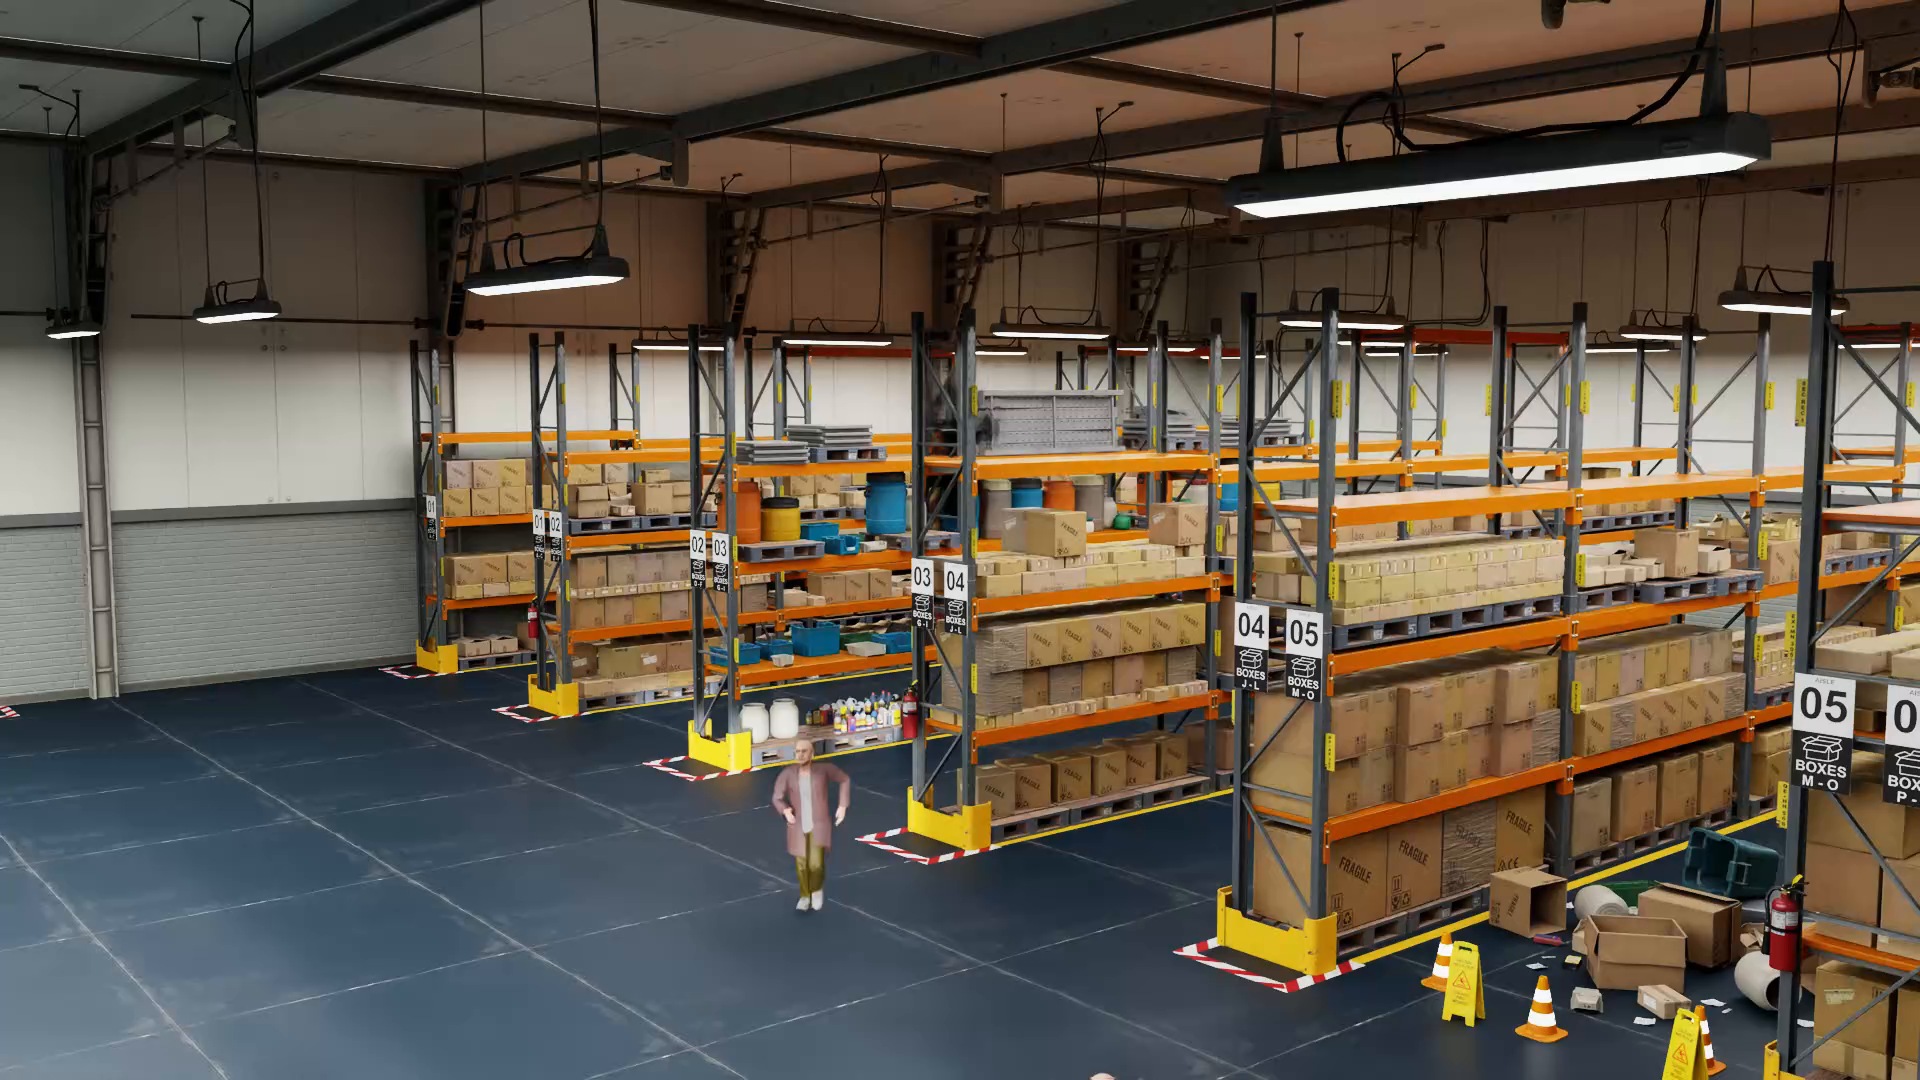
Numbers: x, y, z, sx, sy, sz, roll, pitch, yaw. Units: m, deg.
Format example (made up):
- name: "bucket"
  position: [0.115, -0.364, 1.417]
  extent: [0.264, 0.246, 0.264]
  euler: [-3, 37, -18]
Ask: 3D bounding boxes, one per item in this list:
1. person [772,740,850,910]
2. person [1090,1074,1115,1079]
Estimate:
- name: "person"
  position: [-1.456, 2.796, 16.147]
  extent: [0.732, 1.735, 0.848]
  euler: [1, 5, 6]
- name: "person"
  position: [0.718, 3.534, 8.372]
  extent: [0.711, 1.743, 0.756]
  euler: [0, 5, 2]
